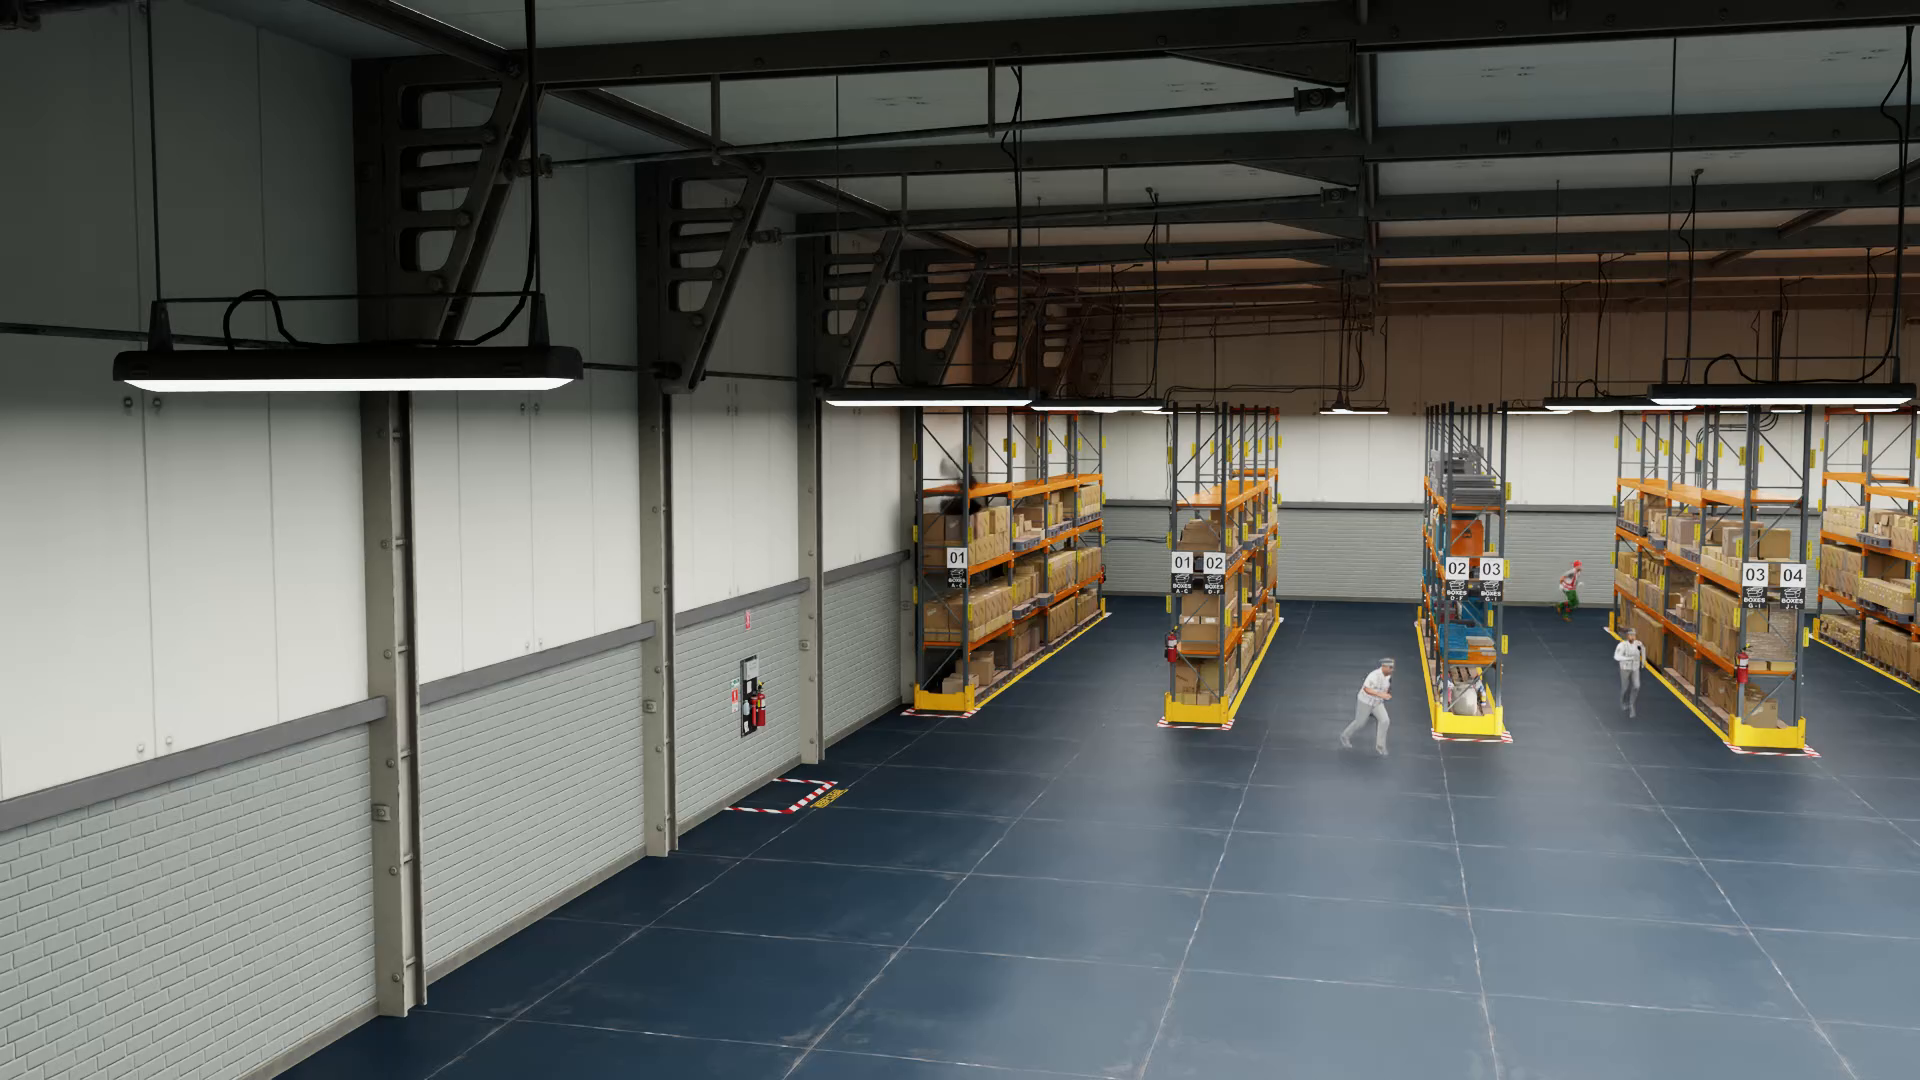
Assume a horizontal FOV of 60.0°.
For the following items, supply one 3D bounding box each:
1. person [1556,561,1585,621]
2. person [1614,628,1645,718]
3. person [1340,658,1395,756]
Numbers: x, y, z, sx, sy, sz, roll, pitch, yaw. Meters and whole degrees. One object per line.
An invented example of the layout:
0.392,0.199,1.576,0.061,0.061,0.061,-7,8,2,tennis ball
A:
17.173,1.433,46.757,0.749,1.705,0.652,4,5,40,person
12.892,2.524,32.019,0.638,1.727,0.828,0,4,6,person
6.960,2.832,28.389,0.708,1.721,1.018,-4,6,-44,person
